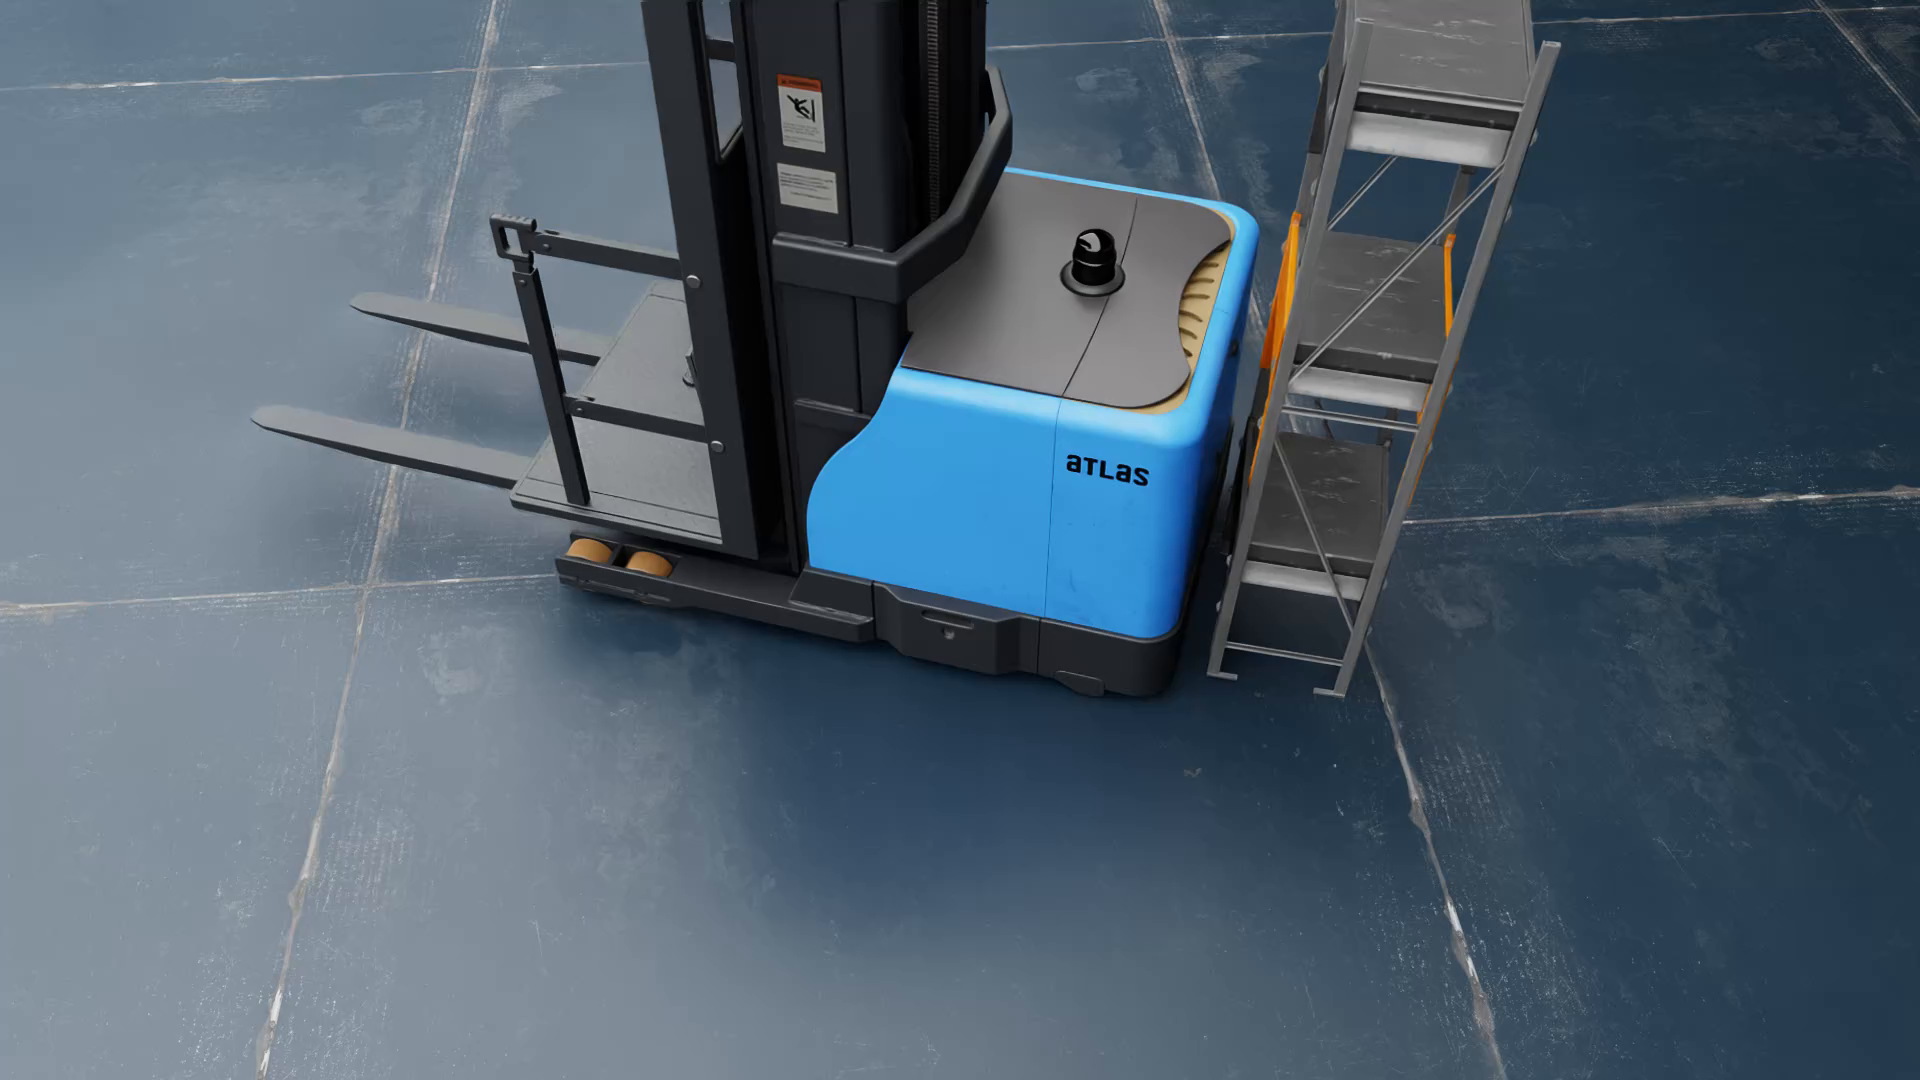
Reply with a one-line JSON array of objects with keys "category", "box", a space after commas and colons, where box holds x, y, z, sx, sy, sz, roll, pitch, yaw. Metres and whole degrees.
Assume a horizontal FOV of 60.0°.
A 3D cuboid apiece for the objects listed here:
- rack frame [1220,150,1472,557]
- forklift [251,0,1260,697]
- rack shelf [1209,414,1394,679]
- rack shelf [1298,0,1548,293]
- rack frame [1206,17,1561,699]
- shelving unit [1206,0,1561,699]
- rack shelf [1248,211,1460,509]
[{"category": "rack frame", "box": [1.043, -0.642, 4.401, 0.400, 2.100, 0.015, 9, 47, 6]}, {"category": "forklift", "box": [-0.721, -1.167, 4.336, 3.031, 2.935, 1.130, 12, 48, 11]}, {"category": "rack shelf", "box": [0.973, 0.019, 4.757, 0.431, 0.518, 0.480, 9, 47, 6]}, {"category": "rack shelf", "box": [1.023, -0.936, 3.735, 0.431, 0.518, 0.480, 9, 47, 6]}, {"category": "rack frame", "box": [0.954, -0.293, 4.071, 0.400, 2.100, 0.015, 9, 47, 6]}, {"category": "shelving unit", "box": [0.998, -0.468, 4.236, 0.431, 2.100, 0.503, 9, 47, 6]}, {"category": "rack shelf", "box": [0.998, -0.458, 4.246, 0.431, 0.518, 0.480, 9, 47, 6]}]
